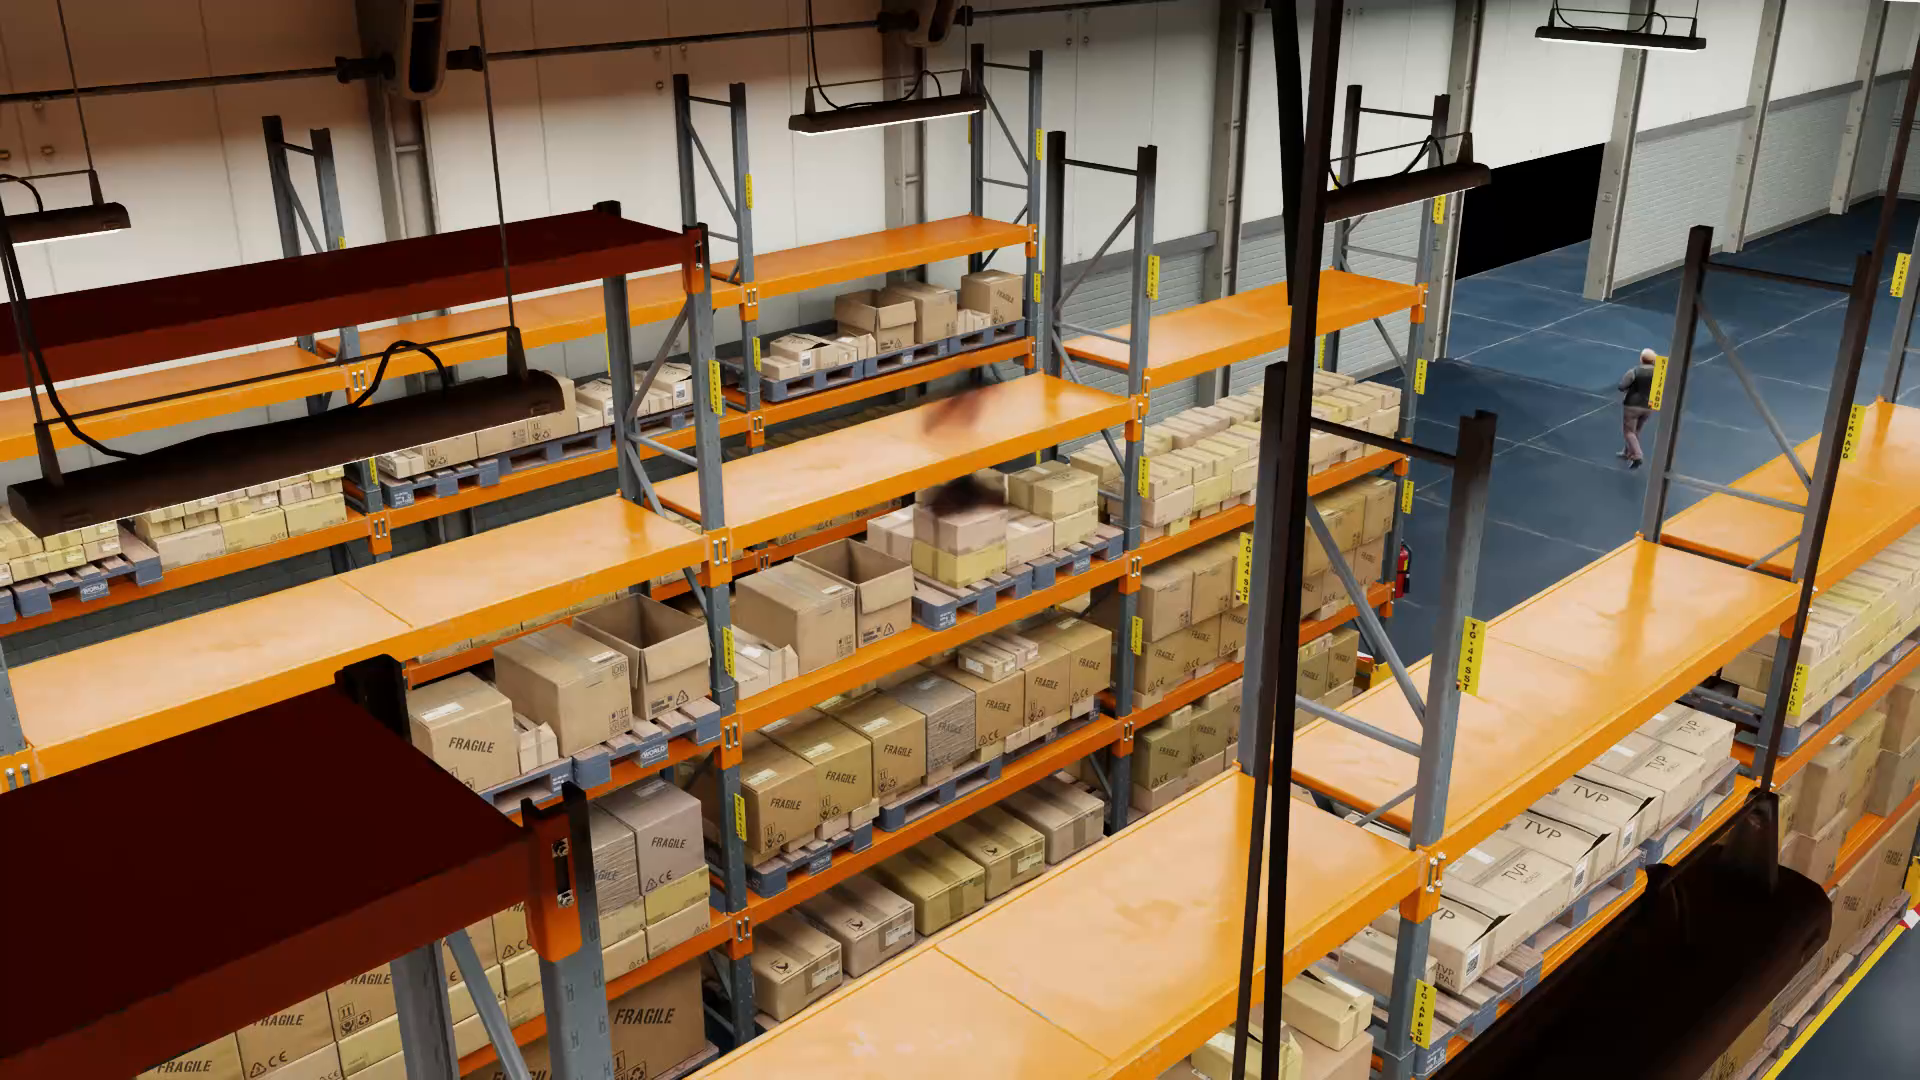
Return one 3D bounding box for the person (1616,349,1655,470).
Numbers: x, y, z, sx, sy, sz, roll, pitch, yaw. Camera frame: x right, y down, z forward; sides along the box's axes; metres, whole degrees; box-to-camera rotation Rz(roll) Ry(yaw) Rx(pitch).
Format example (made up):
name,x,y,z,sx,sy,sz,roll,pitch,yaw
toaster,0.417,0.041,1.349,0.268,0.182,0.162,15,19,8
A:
name,x,y,z,sx,sy,sz,roll,pitch,yaw
person,9.359,-1.813,22.934,0.656,1.705,0.969,-1,22,-3
